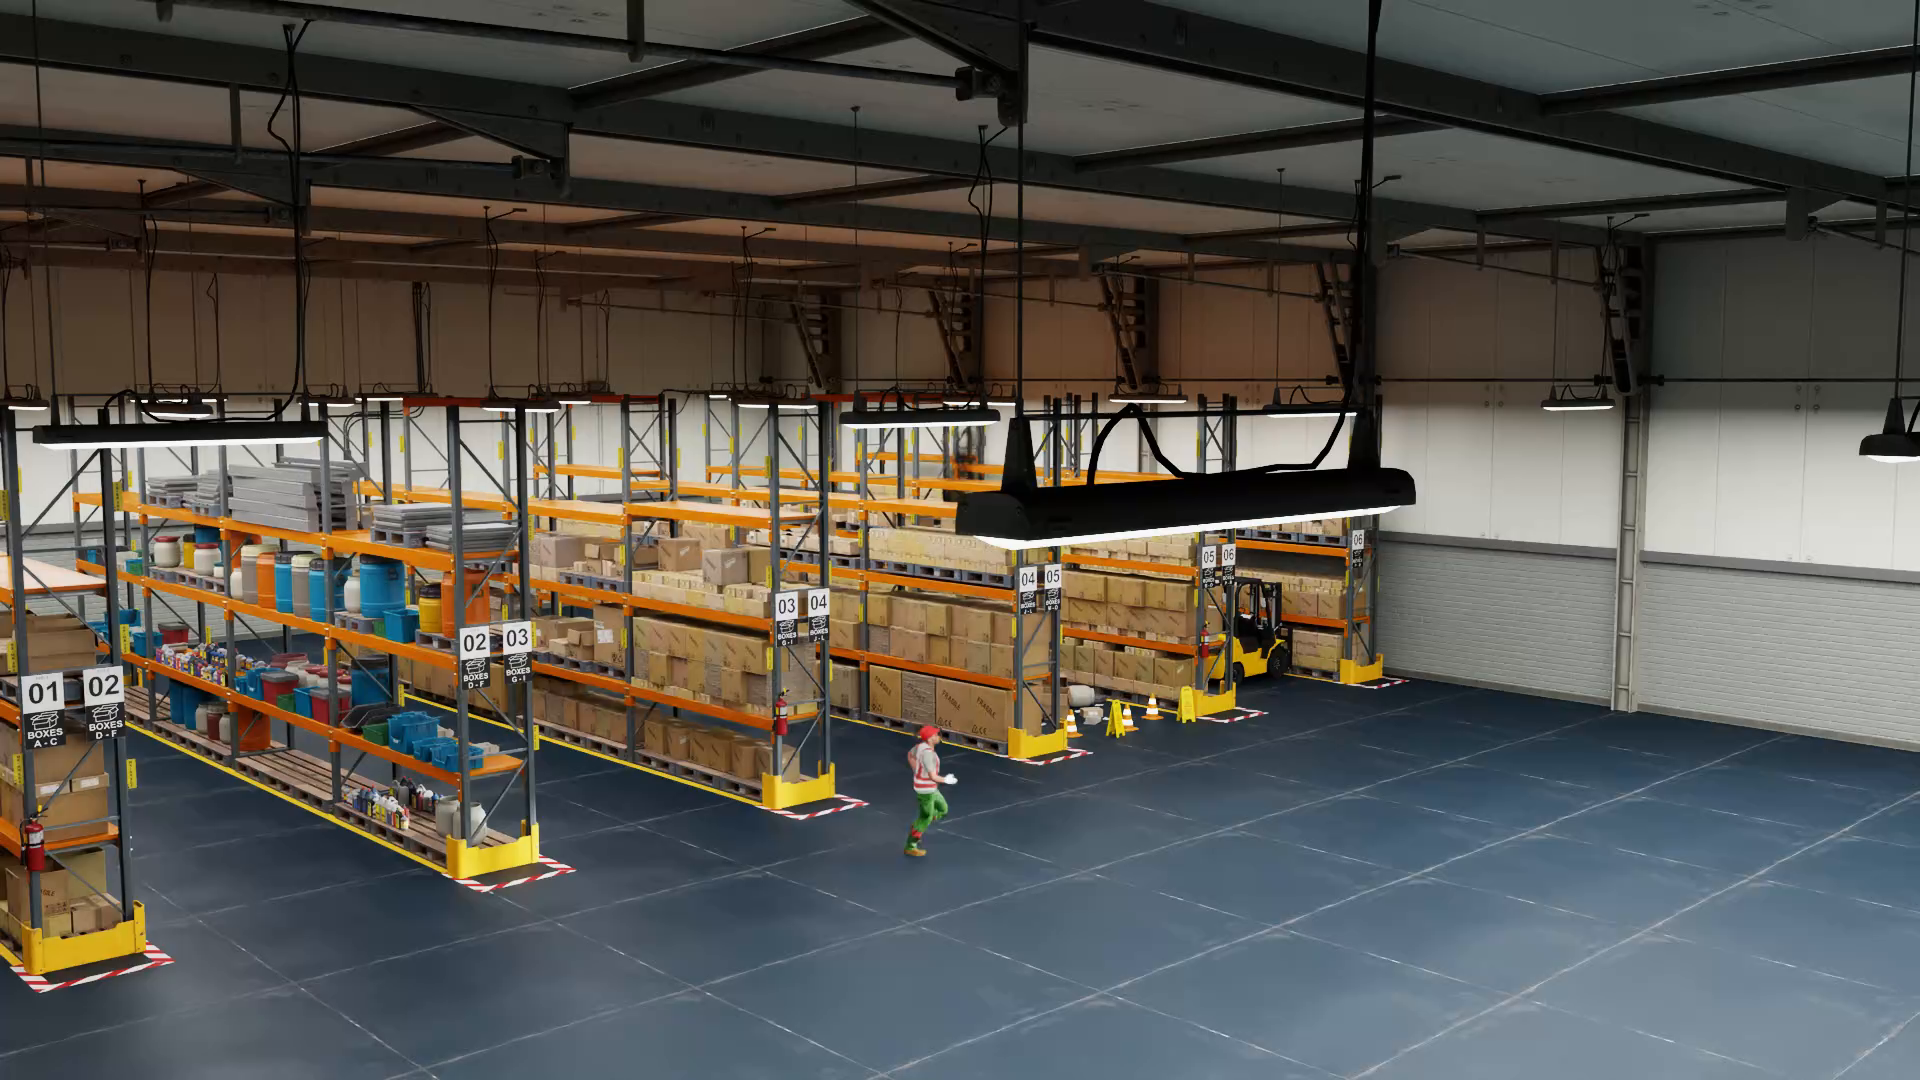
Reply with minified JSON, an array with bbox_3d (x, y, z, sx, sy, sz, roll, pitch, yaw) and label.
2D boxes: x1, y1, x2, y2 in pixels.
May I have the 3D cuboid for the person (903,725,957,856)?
[{"bbox_3d":[-0.407,3.317,22.193,0.719,1.737,0.687,-1,6,-7],"label":"person"}]
